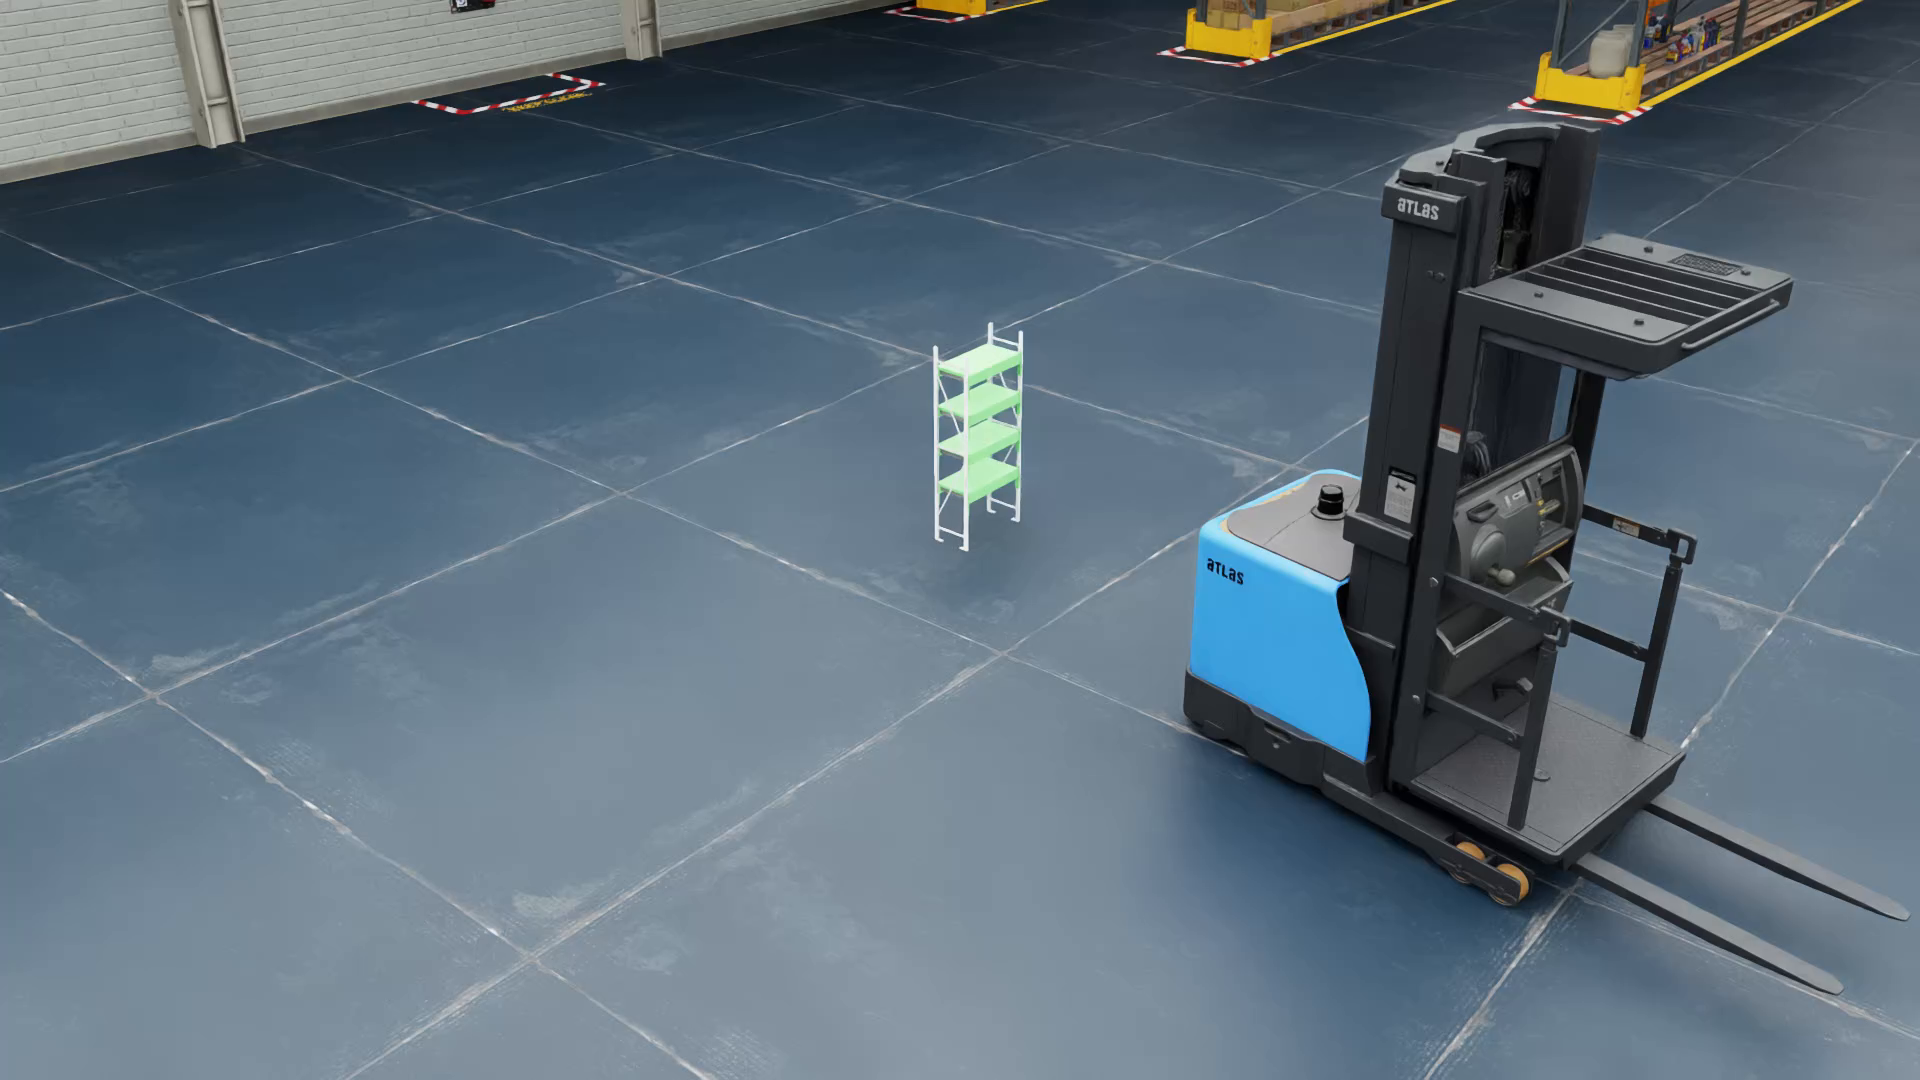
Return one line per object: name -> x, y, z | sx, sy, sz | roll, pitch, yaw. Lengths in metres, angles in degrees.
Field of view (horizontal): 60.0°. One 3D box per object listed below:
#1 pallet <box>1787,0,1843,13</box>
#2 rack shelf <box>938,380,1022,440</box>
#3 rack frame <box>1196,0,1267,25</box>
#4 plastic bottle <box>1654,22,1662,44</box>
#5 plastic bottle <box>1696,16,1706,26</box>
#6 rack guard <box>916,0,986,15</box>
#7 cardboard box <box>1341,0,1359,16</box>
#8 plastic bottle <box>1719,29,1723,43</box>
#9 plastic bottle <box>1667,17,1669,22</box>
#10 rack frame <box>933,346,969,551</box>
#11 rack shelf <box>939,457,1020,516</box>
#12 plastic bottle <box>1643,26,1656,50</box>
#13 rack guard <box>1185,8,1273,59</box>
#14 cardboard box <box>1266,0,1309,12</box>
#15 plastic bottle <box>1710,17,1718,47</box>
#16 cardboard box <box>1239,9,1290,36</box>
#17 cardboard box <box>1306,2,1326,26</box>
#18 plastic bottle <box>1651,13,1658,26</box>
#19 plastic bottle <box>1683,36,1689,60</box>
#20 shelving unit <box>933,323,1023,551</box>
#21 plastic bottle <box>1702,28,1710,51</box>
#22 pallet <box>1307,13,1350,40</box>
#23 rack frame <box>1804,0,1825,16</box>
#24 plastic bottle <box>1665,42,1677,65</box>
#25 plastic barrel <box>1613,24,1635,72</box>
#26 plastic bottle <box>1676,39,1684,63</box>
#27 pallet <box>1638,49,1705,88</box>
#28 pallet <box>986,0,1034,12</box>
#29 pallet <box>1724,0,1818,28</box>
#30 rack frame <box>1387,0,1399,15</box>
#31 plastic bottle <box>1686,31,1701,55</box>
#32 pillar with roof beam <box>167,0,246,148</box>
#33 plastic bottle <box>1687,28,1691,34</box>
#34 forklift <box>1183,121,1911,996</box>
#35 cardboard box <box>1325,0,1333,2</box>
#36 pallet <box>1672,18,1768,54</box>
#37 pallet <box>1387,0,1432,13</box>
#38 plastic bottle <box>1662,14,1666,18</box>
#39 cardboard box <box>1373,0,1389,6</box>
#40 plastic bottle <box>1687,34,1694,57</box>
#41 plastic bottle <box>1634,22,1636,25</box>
pallet -> 13.014, -8.409, 25.775 | 1.003, 0.211, 1.213 | 21, 34, 34
rack shelf -> 0.105, -0.748, 9.507 | 0.258, 0.148, 0.480 | 21, 34, 34
rack frame -> 3.637, -7.969, 21.889 | 1.000, 3.000, 0.127 | 21, 34, 34
plastic bottle -> 9.168, -6.670, 21.869 | 0.097, 0.271, 0.097 | 0, 27, 0
plastic bottle -> 9.702, -6.686, 21.814 | 0.144, 0.351, 0.185 | 21, 34, 34
rack guard -> -0.140, -8.332, 25.311 | 1.175, 0.500, 0.348 | 21, 34, 34
cardboard box -> 5.422, -7.768, 24.036 | 0.500, 0.250, 0.500 | 21, 34, 34
plastic bottle -> 10.011, -6.671, 21.947 | 0.097, 0.201, 0.097 | 0, 27, 0
plastic bottle -> 9.358, -6.788, 22.085 | 0.061, 0.283, 0.133 | 21, 34, 34
rack frame -> -0.050, -0.505, 9.421 | 0.240, 1.200, 0.015 | 21, 34, 34
rack shelf -> 0.105, -0.322, 9.727 | 0.258, 0.148, 0.480 | 21, 34, 34
plastic bottle -> 8.907, -6.507, 21.548 | 0.152, 0.276, 0.135 | 21, 34, 34
rack guard -> 3.622, -6.850, 22.447 | 1.175, 0.500, 0.348 | 21, 34, 34
cardboard box -> 4.466, -7.570, 22.838 | 0.500, 0.500, 0.500 | 21, 34, 34
plastic bottle -> 9.814, -6.644, 21.733 | 0.144, 0.351, 0.185 | 20, 33, 33
cardboard box -> 4.150, -7.059, 22.666 | 0.500, 0.250, 0.500 | 21, 34, 34
cardboard box -> 4.783, -7.414, 23.353 | 0.500, 0.250, 0.500 | 21, 34, 34
plastic bottle -> 9.167, -6.792, 22.018 | 0.144, 0.351, 0.185 | 22, 34, 36
plastic bottle -> 9.132, -6.212, 20.984 | 0.097, 0.271, 0.097 | 0, 27, 0
shelving unit -> 0.105, -0.592, 9.588 | 0.258, 1.200, 0.503 | 21, 34, 34
plastic bottle -> 9.620, -6.476, 21.482 | 0.061, 0.283, 0.133 | 23, 35, 38
pallet -> 4.867, -7.444, 23.910 | 1.003, 0.211, 1.213 | 21, 34, 34
rack frame -> 12.545, -9.356, 24.571 | 1.000, 3.000, 0.127 | 21, 34, 34
plastic bottle -> 8.850, -6.055, 20.680 | 0.097, 0.271, 0.097 | 0, 27, 0
plastic barrel -> 8.135, -6.035, 20.401 | 0.421, 0.512, 0.421 | 0, 27, 0
plastic bottle -> 9.008, -6.135, 20.822 | 0.061, 0.283, 0.133 | 21, 34, 35
pallet -> 8.766, -6.039, 21.194 | 1.003, 0.211, 1.213 | 21, 34, 34
pallet -> 0.404, -8.481, 25.915 | 1.003, 0.211, 1.213 | 21, 34, 34
pallet -> 12.022, -7.854, 24.703 | 1.003, 0.211, 1.213 | 21, 34, 34
rack frame -> 6.181, -9.387, 24.630 | 1.000, 3.000, 0.127 | 21, 34, 34
plastic bottle -> 9.380, -6.372, 21.288 | 0.152, 0.276, 0.135 | 21, 34, 35
pillar with roof beam -> -4.721, -7.068, 13.619 | 9.100, 9.000, 0.400 | 21, 34, 34
plastic bottle -> 9.391, -6.452, 21.436 | 0.061, 0.283, 0.133 | 21, 34, 34
forklift -> 2.434, -0.064, 6.684 | 1.130, 2.935, 3.031 | -23, 35, -37
cardboard box -> 5.106, -7.923, 23.520 | 0.500, 0.500, 0.500 | 21, 34, 34
pallet -> 10.470, -6.989, 23.030 | 1.003, 0.211, 1.213 | 21, 34, 34
pallet -> 6.620, -8.421, 25.798 | 1.003, 0.211, 1.213 | 21, 34, 34
plastic bottle -> 9.460, -6.937, 22.384 | 0.097, 0.271, 0.097 | 0, 27, 0
cardboard box -> 6.055, -8.124, 24.724 | 0.500, 0.250, 0.500 | 21, 34, 34
plastic bottle -> 9.261, -6.284, 21.123 | 0.097, 0.271, 0.097 | 0, 27, 0
plastic bottle -> 8.777, -6.574, 21.598 | 0.144, 0.351, 0.185 | 20, 34, 34
